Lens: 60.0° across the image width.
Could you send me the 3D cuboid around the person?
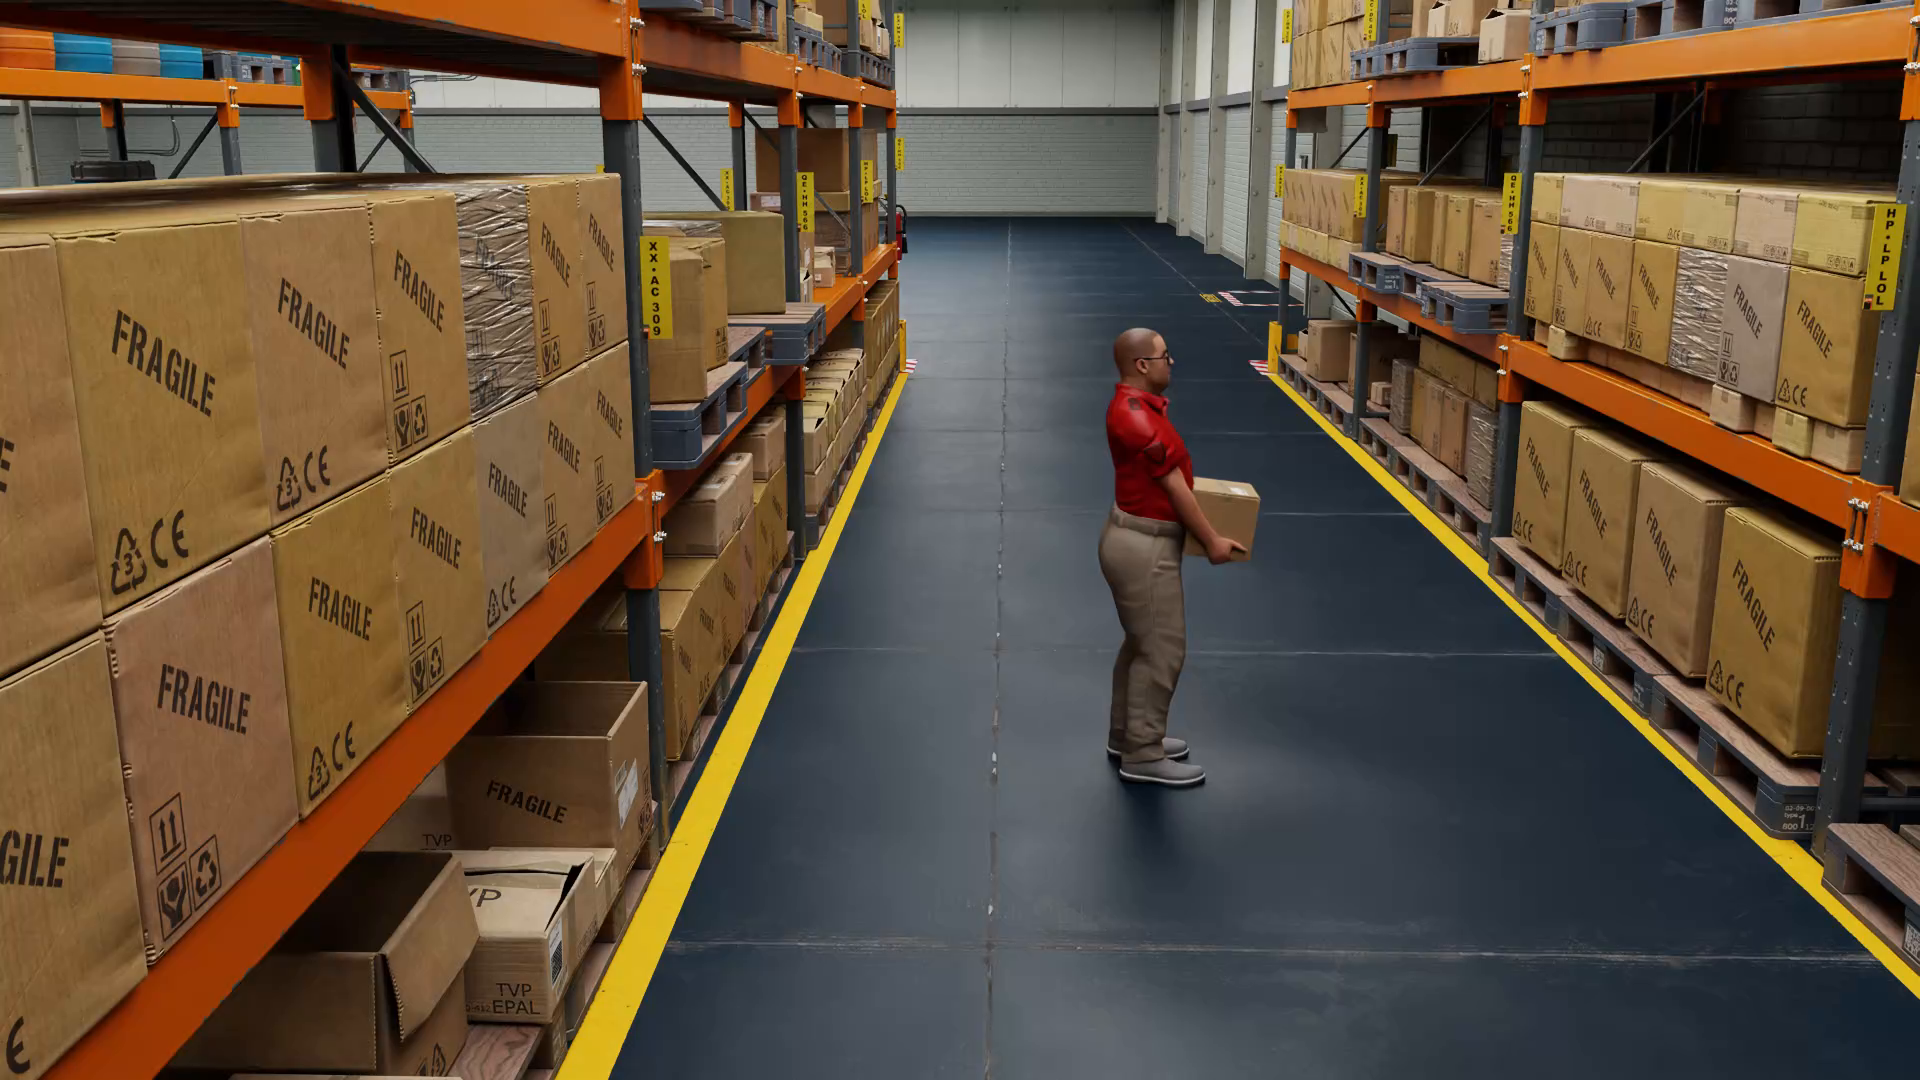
[{"bbox_3d":[0.798,0.057,6.325,0.540,1.722,0.490,0,14,2],"label":"person"}]
